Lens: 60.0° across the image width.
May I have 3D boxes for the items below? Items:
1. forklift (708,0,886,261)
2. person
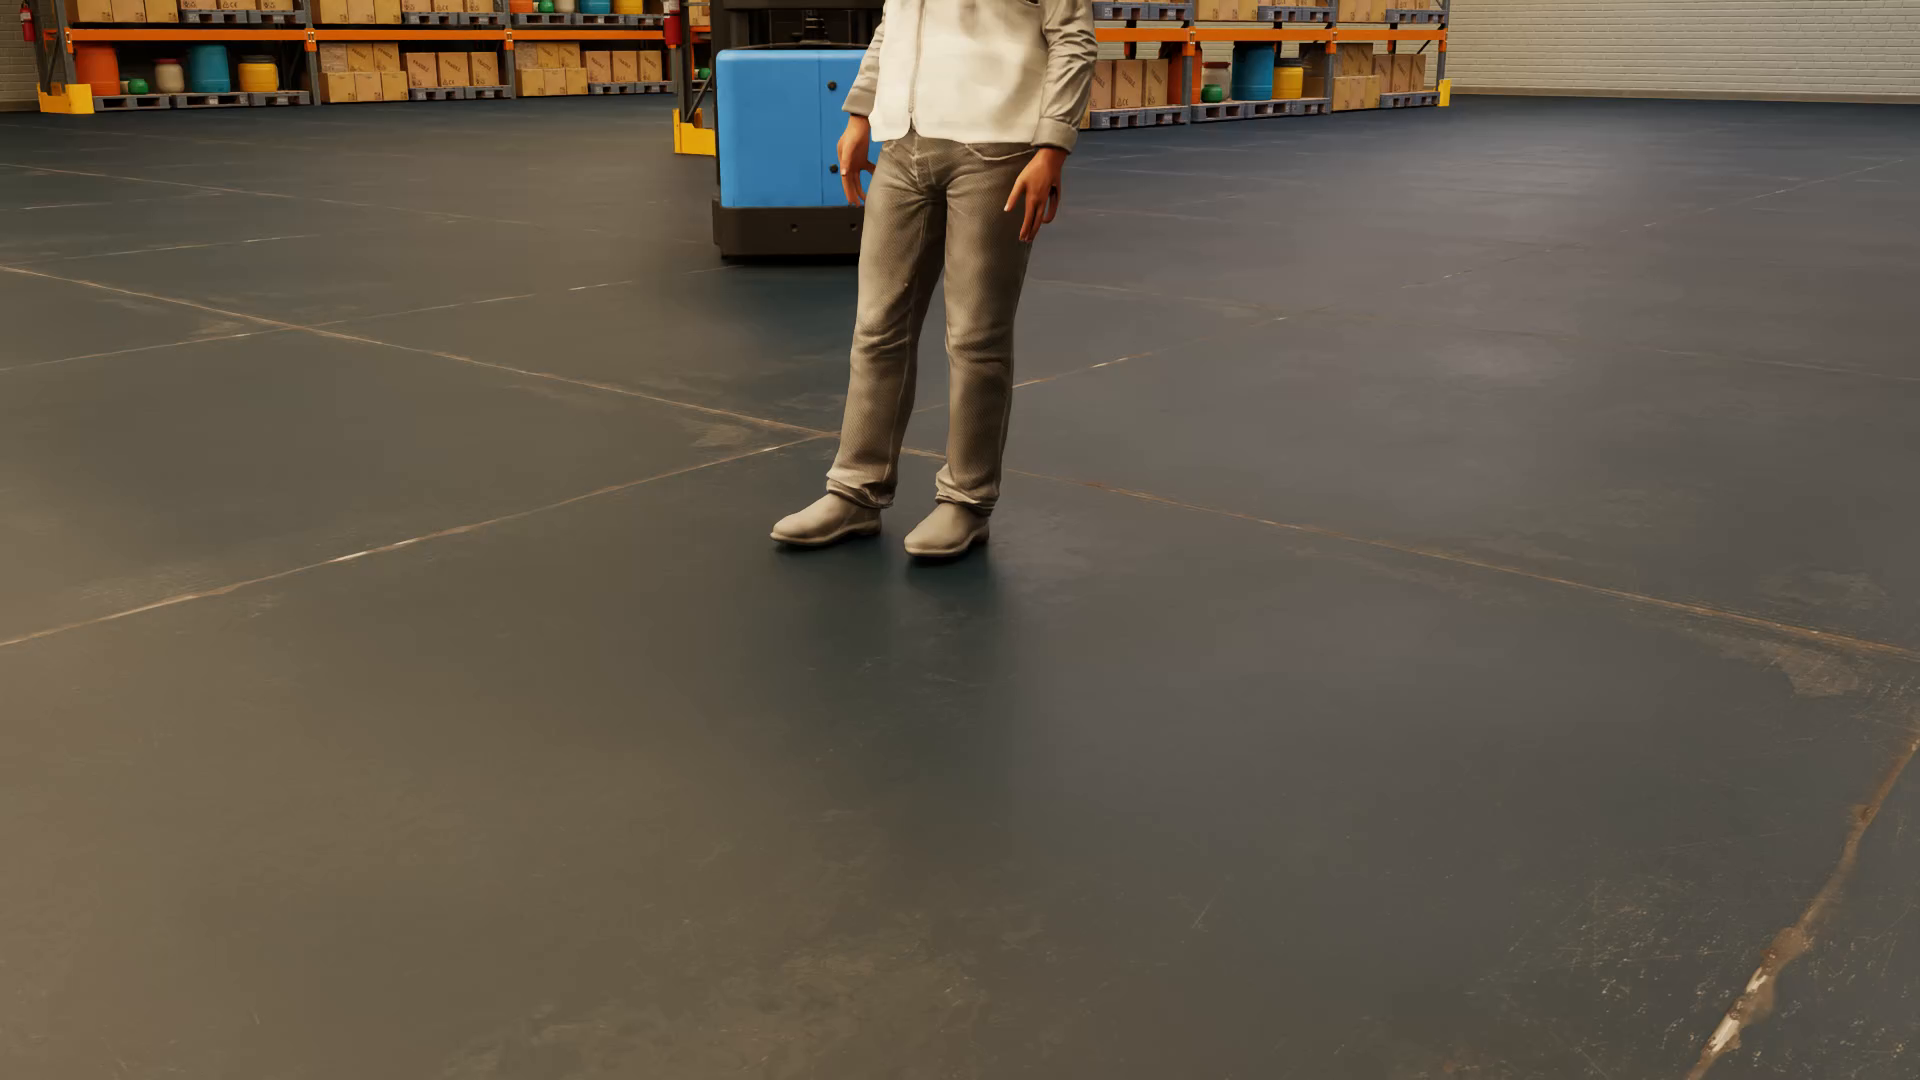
[{"bbox_3d":[-0.897,-3.233,9.546,1.130,2.935,3.031,-2,17,-7],"label":"forklift"},{"bbox_3d":[-0.046,-0.844,3.642,0.632,1.773,0.568,13,21,37],"label":"person"}]
